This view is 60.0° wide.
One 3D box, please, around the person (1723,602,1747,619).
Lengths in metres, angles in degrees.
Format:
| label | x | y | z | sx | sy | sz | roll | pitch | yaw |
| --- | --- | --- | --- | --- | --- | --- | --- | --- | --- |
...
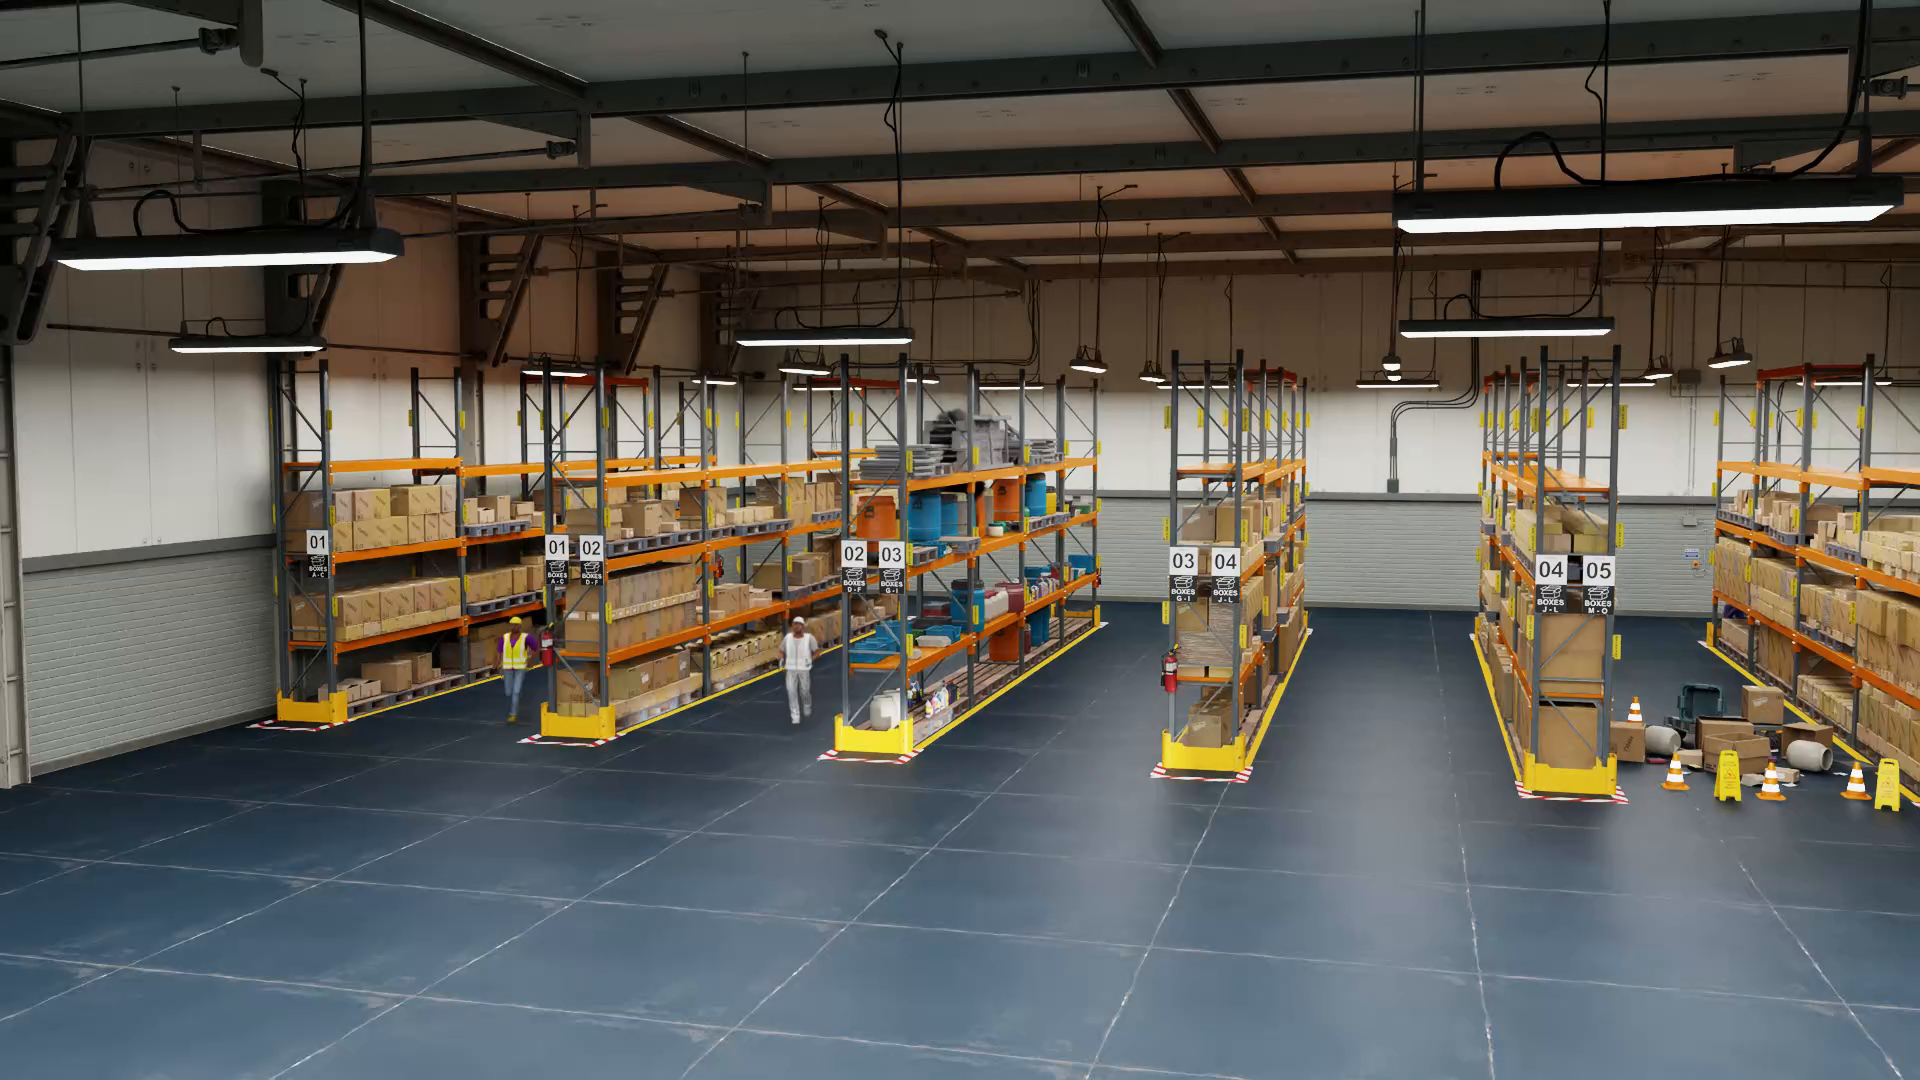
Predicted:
| label | x | y | z | sx | sy | sz | roll | pitch | yaw |
| --- | --- | --- | --- | --- | --- | --- | --- | --- | --- |
| person | 17.678 | 1.445 | 37.968 | 0.690 | 1.623 | 0.883 | -4 | 6 | -43 |

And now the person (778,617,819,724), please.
| label | x | y | z | sx | sy | sz | roll | pitch | yaw |
| --- | --- | --- | --- | --- | --- | --- | --- | --- | --- |
| person | -2.650 | 2.121 | 27.228 | 0.685 | 1.731 | 0.675 | 0 | 4 | 4 |

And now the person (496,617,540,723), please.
| label | x | y | z | sx | sy | sz | roll | pitch | yaw |
| --- | --- | --- | --- | --- | --- | --- | --- | --- | --- |
| person | -7.391 | 2.147 | 27.729 | 0.700 | 1.739 | 0.801 | 0 | 4 | 2 |
